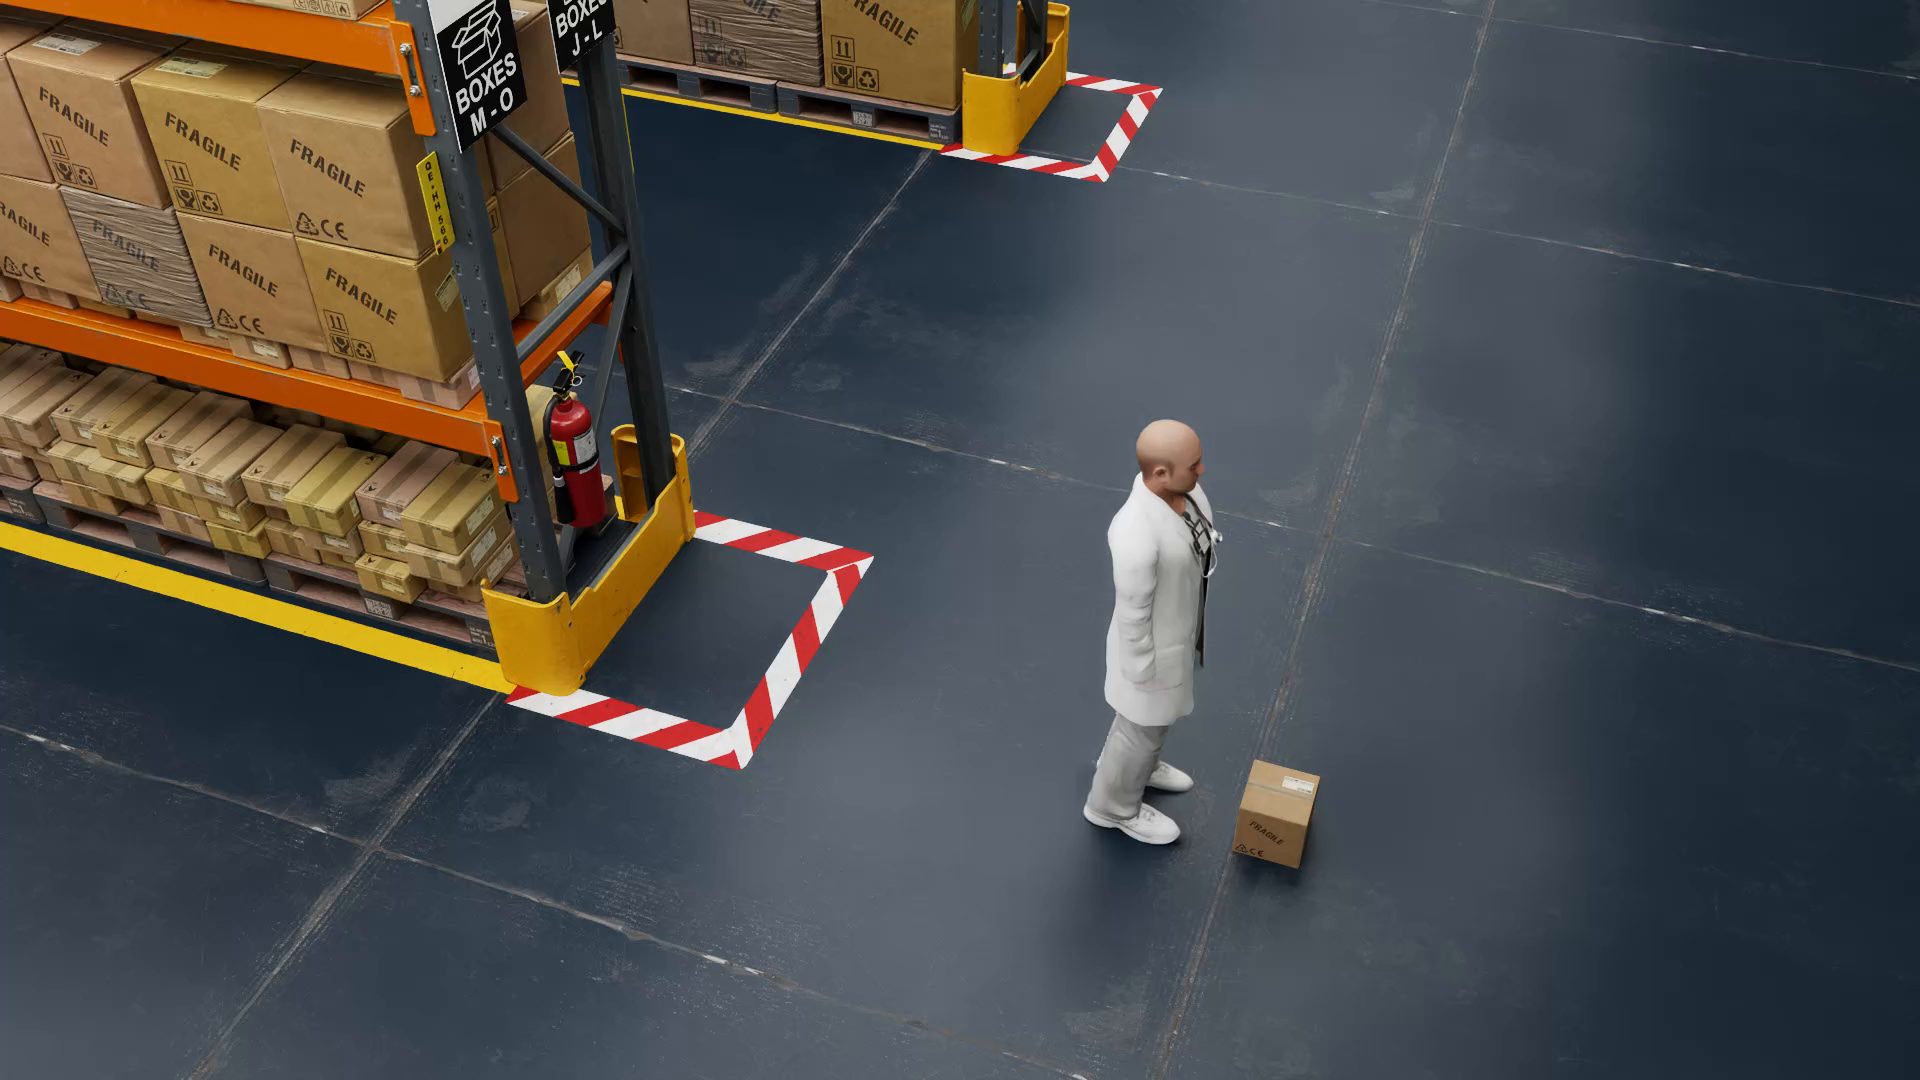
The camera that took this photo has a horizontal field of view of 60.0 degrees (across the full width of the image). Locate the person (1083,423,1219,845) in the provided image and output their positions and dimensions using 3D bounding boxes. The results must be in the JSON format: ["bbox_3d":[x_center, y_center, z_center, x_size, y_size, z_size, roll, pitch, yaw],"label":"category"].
[{"bbox_3d":[0.702,0.321,5.815,0.380,1.771,0.565,14,43,16],"label":"person"}]
